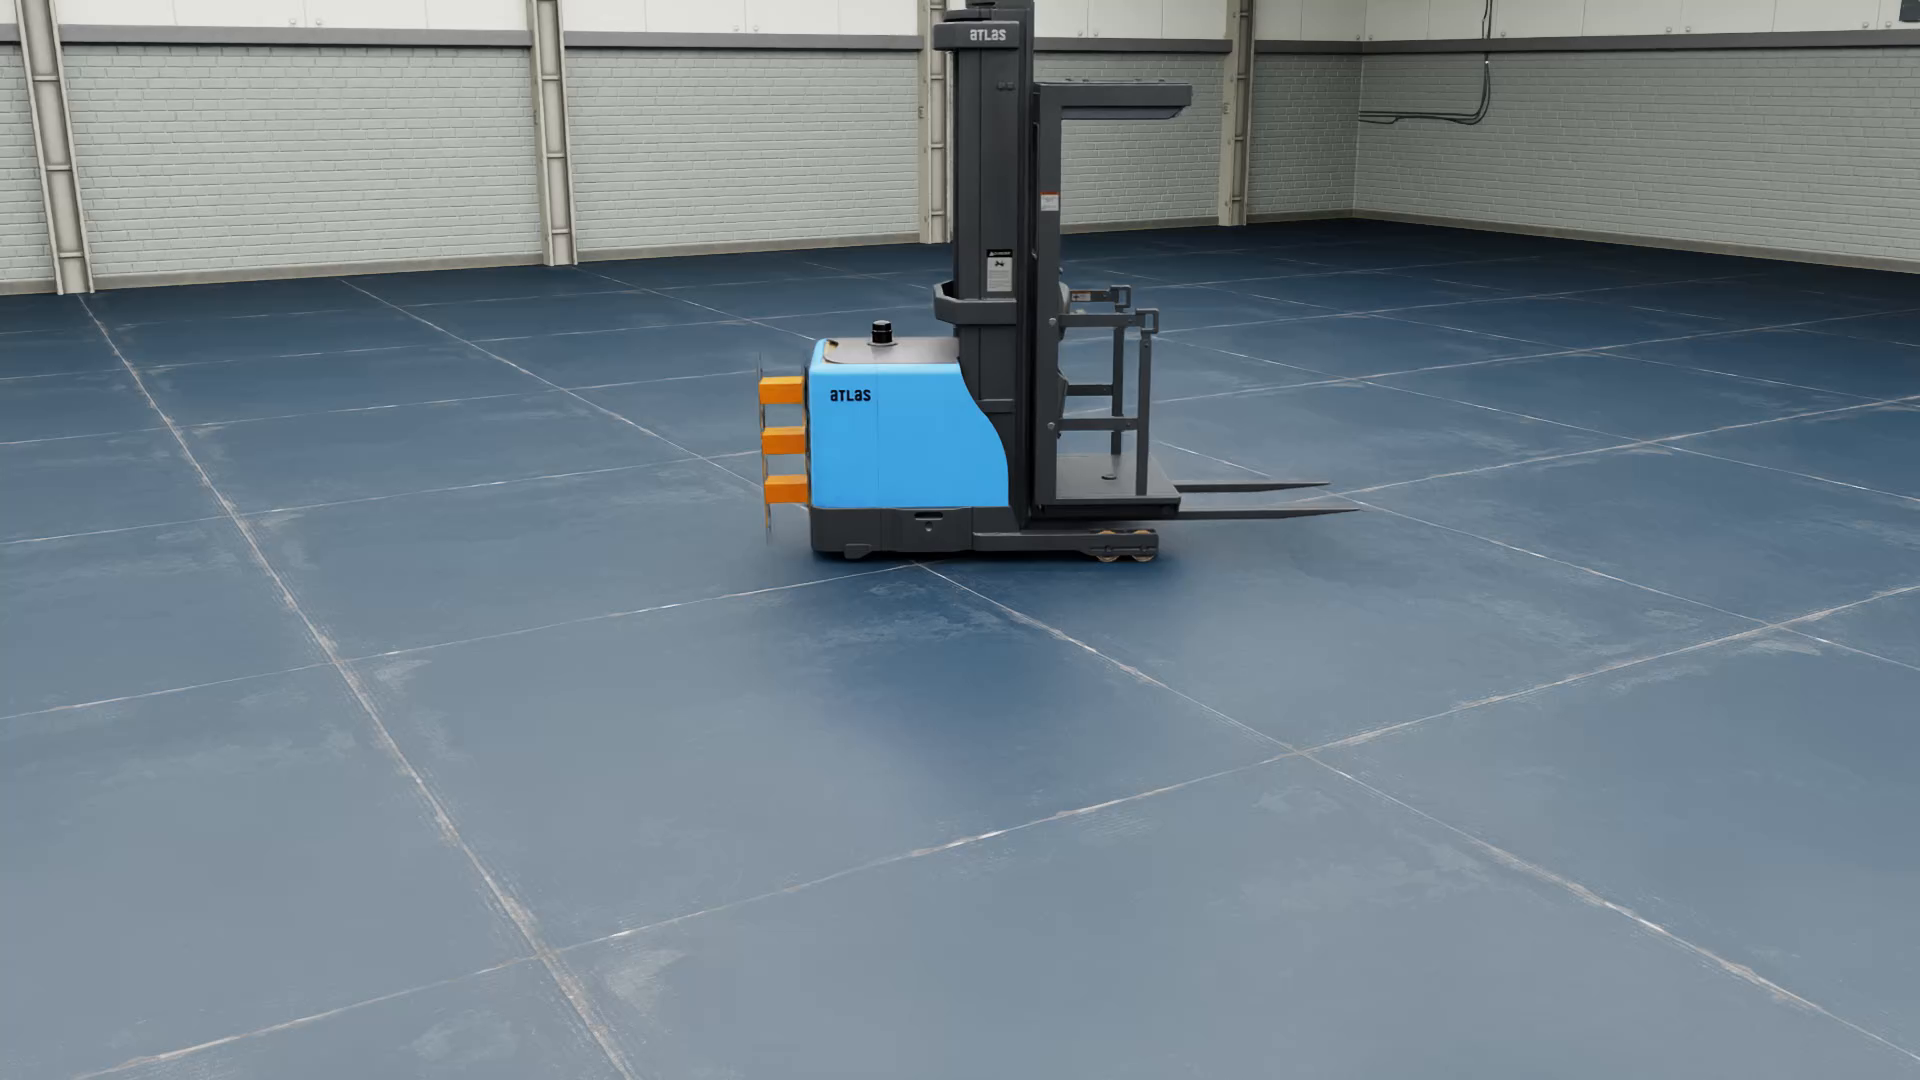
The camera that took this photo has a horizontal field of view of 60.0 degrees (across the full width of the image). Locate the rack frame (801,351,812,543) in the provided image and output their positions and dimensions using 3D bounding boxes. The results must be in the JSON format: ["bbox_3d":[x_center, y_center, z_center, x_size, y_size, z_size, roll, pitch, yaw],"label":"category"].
[{"bbox_3d":[-0.850,-0.515,9.278,0.008,1.050,0.200,-1,16,0],"label":"rack frame"}]

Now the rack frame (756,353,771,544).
[{"bbox_3d":[-1.094,-0.508,9.277,0.008,1.050,0.200,-1,16,0],"label":"rack frame"}]

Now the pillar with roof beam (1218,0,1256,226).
[{"bbox_3d":[6.961,-8.834,24.251,0.400,9.000,9.100,-9,18,-30],"label":"pillar with roof beam"}]

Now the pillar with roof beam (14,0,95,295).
[{"bbox_3d":[-8.469,-6.332,15.325,0.400,9.000,9.100,-9,18,-30],"label":"pillar with roof beam"}]

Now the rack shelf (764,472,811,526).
[{"bbox_3d":[-0.965,-0.234,9.356,0.240,0.259,0.215,-1,16,0],"label":"rack shelf"}]

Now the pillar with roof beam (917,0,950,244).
[{"bbox_3d":[1.818,-8.000,21.276,0.400,9.000,9.100,-9,18,-30],"label":"pillar with roof beam"}]

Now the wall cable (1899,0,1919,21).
[{"bbox_3d":[12.826,-9.372,19.871,0.169,6.003,2.305,-9,18,-30],"label":"wall cable"}]

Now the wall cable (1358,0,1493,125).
[{"bbox_3d":[7.950,-8.438,28.593,0.112,2.526,3.097,-9,18,-30],"label":"wall cable"}]

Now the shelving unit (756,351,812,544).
[{"bbox_3d":[-0.972,-0.511,9.278,0.252,1.050,0.215,-1,16,0],"label":"shelving unit"}]

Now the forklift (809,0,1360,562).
[{"bbox_3d":[0.686,-1.437,9.107,3.031,2.935,1.130,-1,16,-3],"label":"forklift"}]

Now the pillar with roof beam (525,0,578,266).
[{"bbox_3d":[-3.325,-7.166,18.301,0.400,9.000,9.100,-9,18,-30],"label":"pillar with roof beam"}]

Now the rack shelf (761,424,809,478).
[{"bbox_3d":[-0.971,-0.501,9.280,0.240,0.259,0.215,-1,16,0],"label":"rack shelf"}]

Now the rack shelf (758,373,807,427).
[{"bbox_3d":[-0.978,-0.774,9.204,0.240,0.259,0.215,-1,16,0],"label":"rack shelf"}]
